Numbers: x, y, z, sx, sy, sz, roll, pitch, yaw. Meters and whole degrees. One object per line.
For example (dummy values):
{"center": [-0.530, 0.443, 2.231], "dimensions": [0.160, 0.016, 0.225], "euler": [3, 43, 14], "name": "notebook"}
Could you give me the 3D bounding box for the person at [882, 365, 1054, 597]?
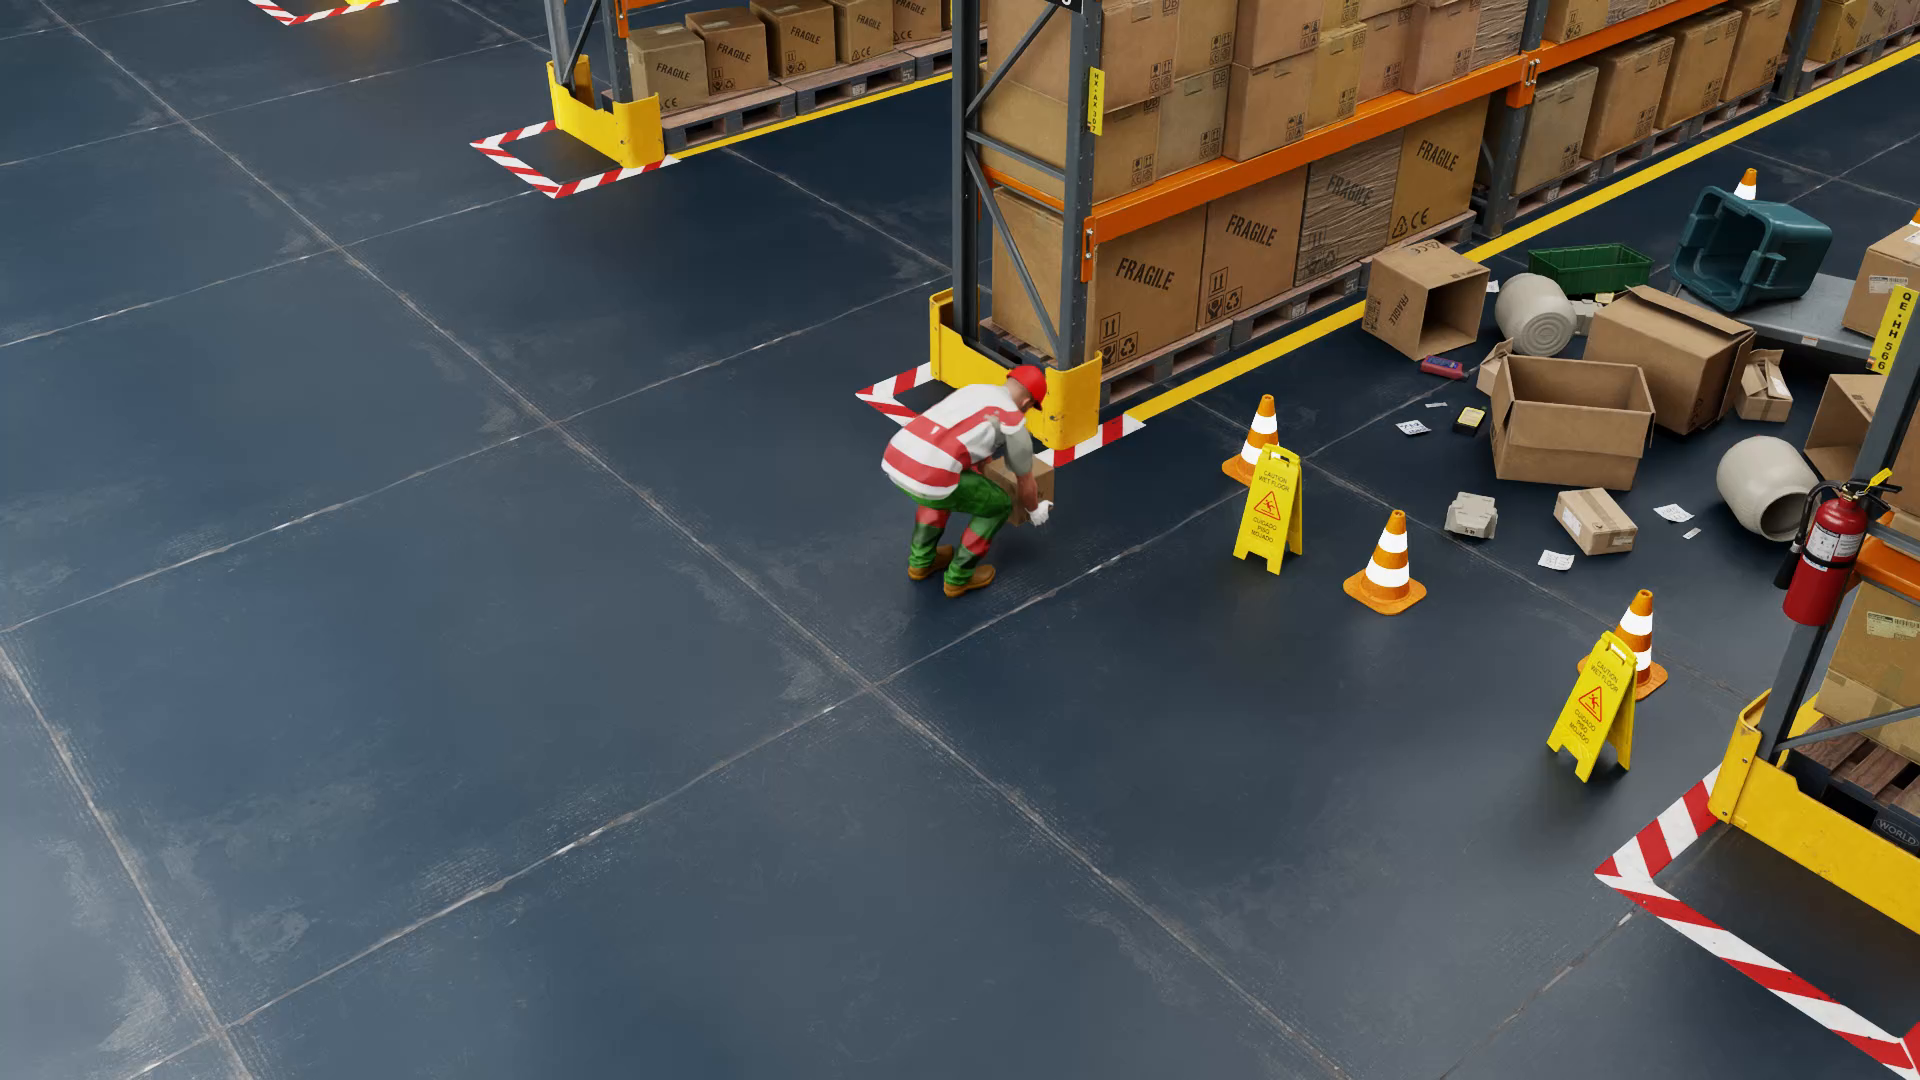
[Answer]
{"center": [0.056, -0.280, 8.125], "dimensions": [0.957, 1.002, 0.529], "euler": [-28, 44, -34], "name": "person"}
